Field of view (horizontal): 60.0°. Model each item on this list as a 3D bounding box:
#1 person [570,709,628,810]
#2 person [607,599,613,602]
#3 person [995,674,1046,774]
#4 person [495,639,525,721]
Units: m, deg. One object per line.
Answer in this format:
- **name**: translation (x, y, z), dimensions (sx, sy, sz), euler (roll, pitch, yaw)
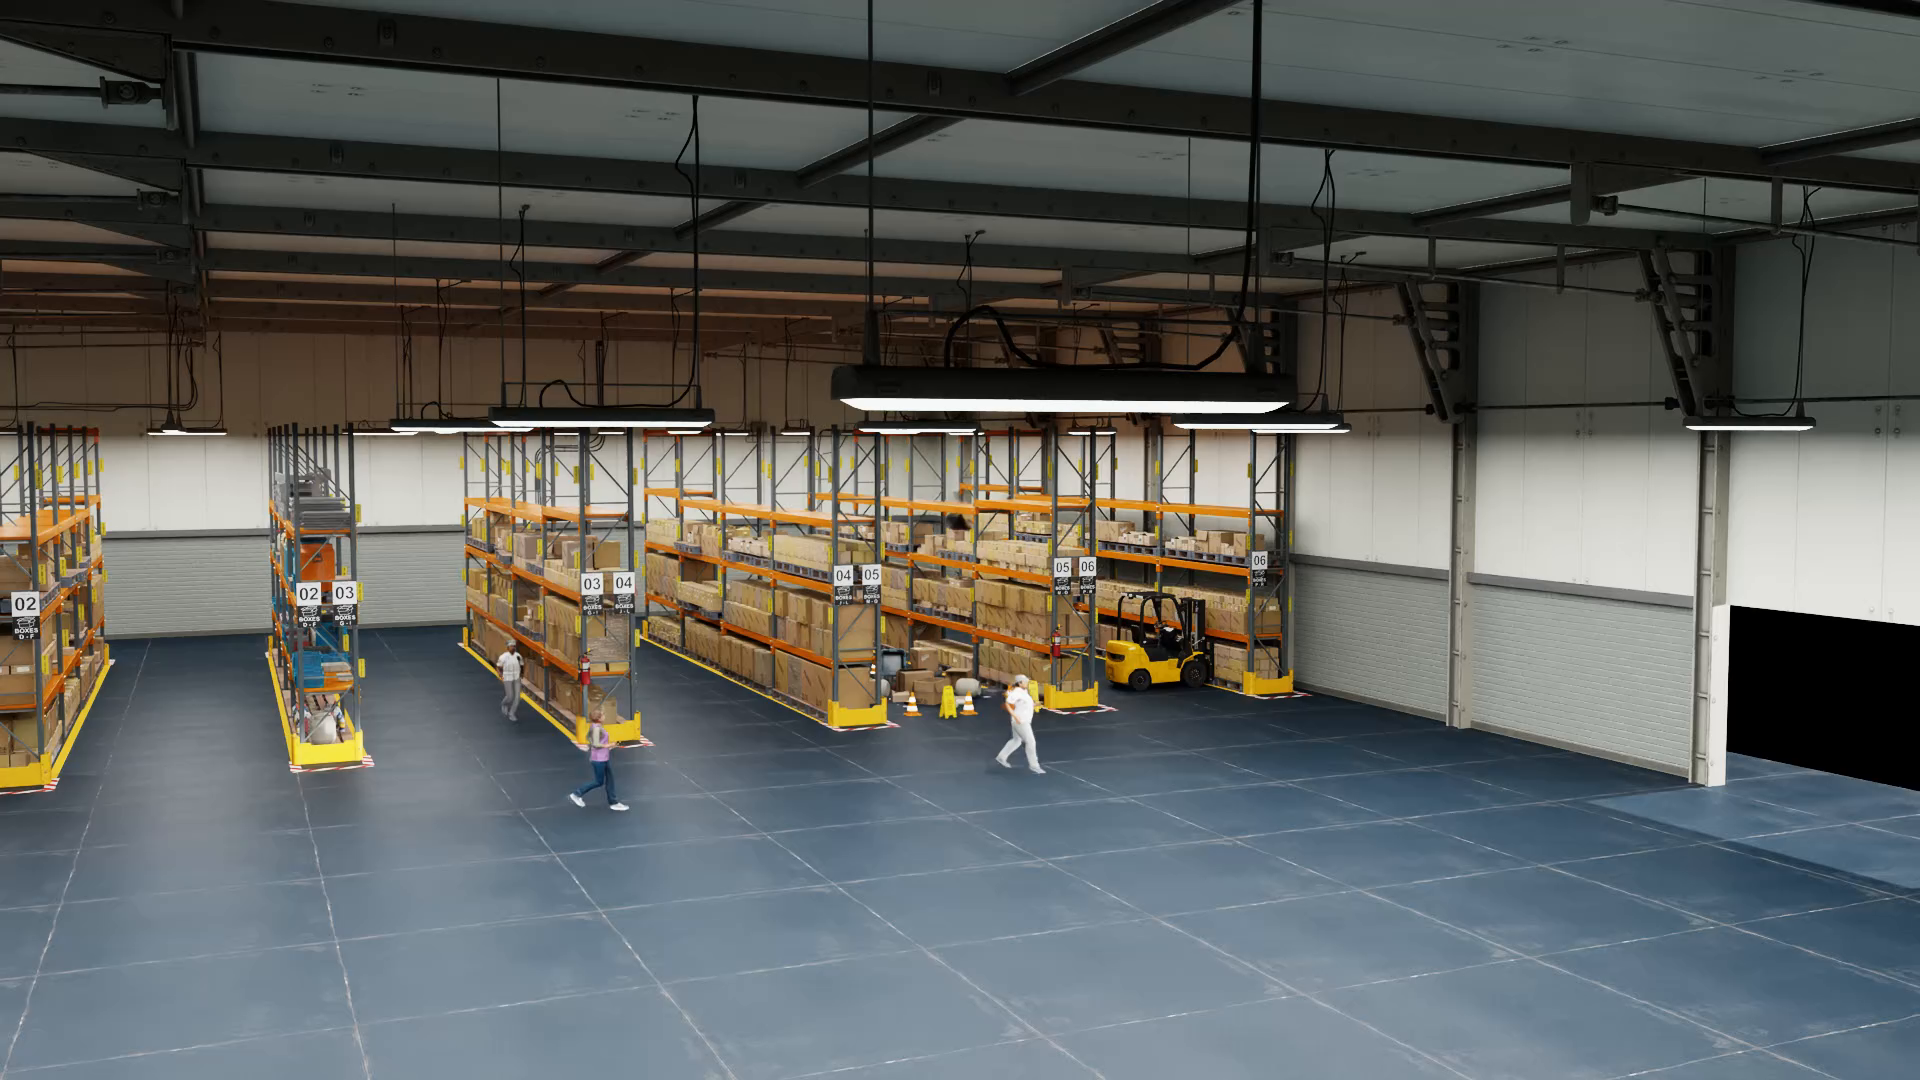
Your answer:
- **person**: translation (-5.509, 3.362, 25.379), dimensions (0.867, 1.560, 0.541), euler (0, 4, -8)
- **person**: translation (-9.949, 2.123, 46.628), dimensions (0.720, 1.486, 0.933), euler (0, 3, -1)
- **person**: translation (1.046, 3.138, 28.435), dimensions (0.877, 1.689, 0.594), euler (1, 4, 8)
- **person**: translation (-9.090, 2.839, 33.748), dimensions (0.574, 1.658, 0.558), euler (-2, 4, -34)
